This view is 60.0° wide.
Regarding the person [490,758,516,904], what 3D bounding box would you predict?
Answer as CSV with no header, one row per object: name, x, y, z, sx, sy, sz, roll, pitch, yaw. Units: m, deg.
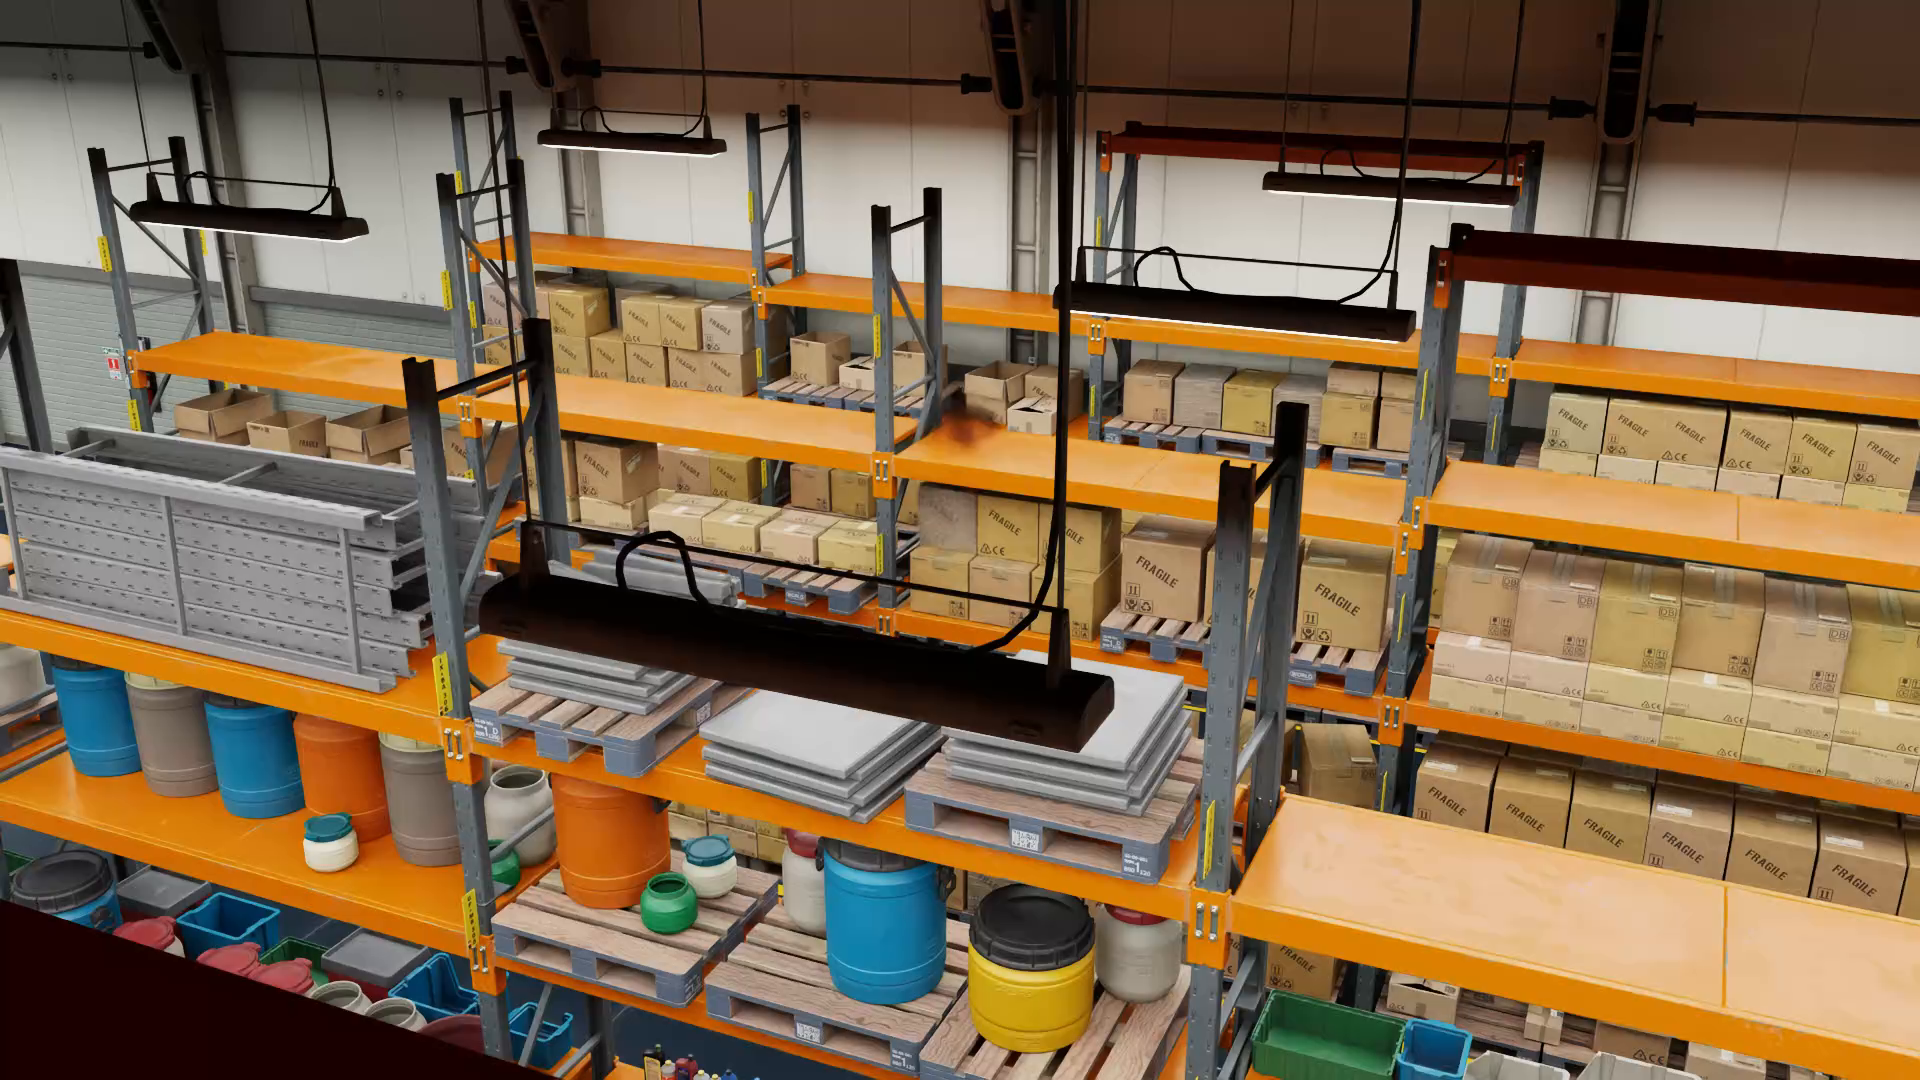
person,-3.713,2.494,13.550,0.672,1.824,0.394,4,21,9
